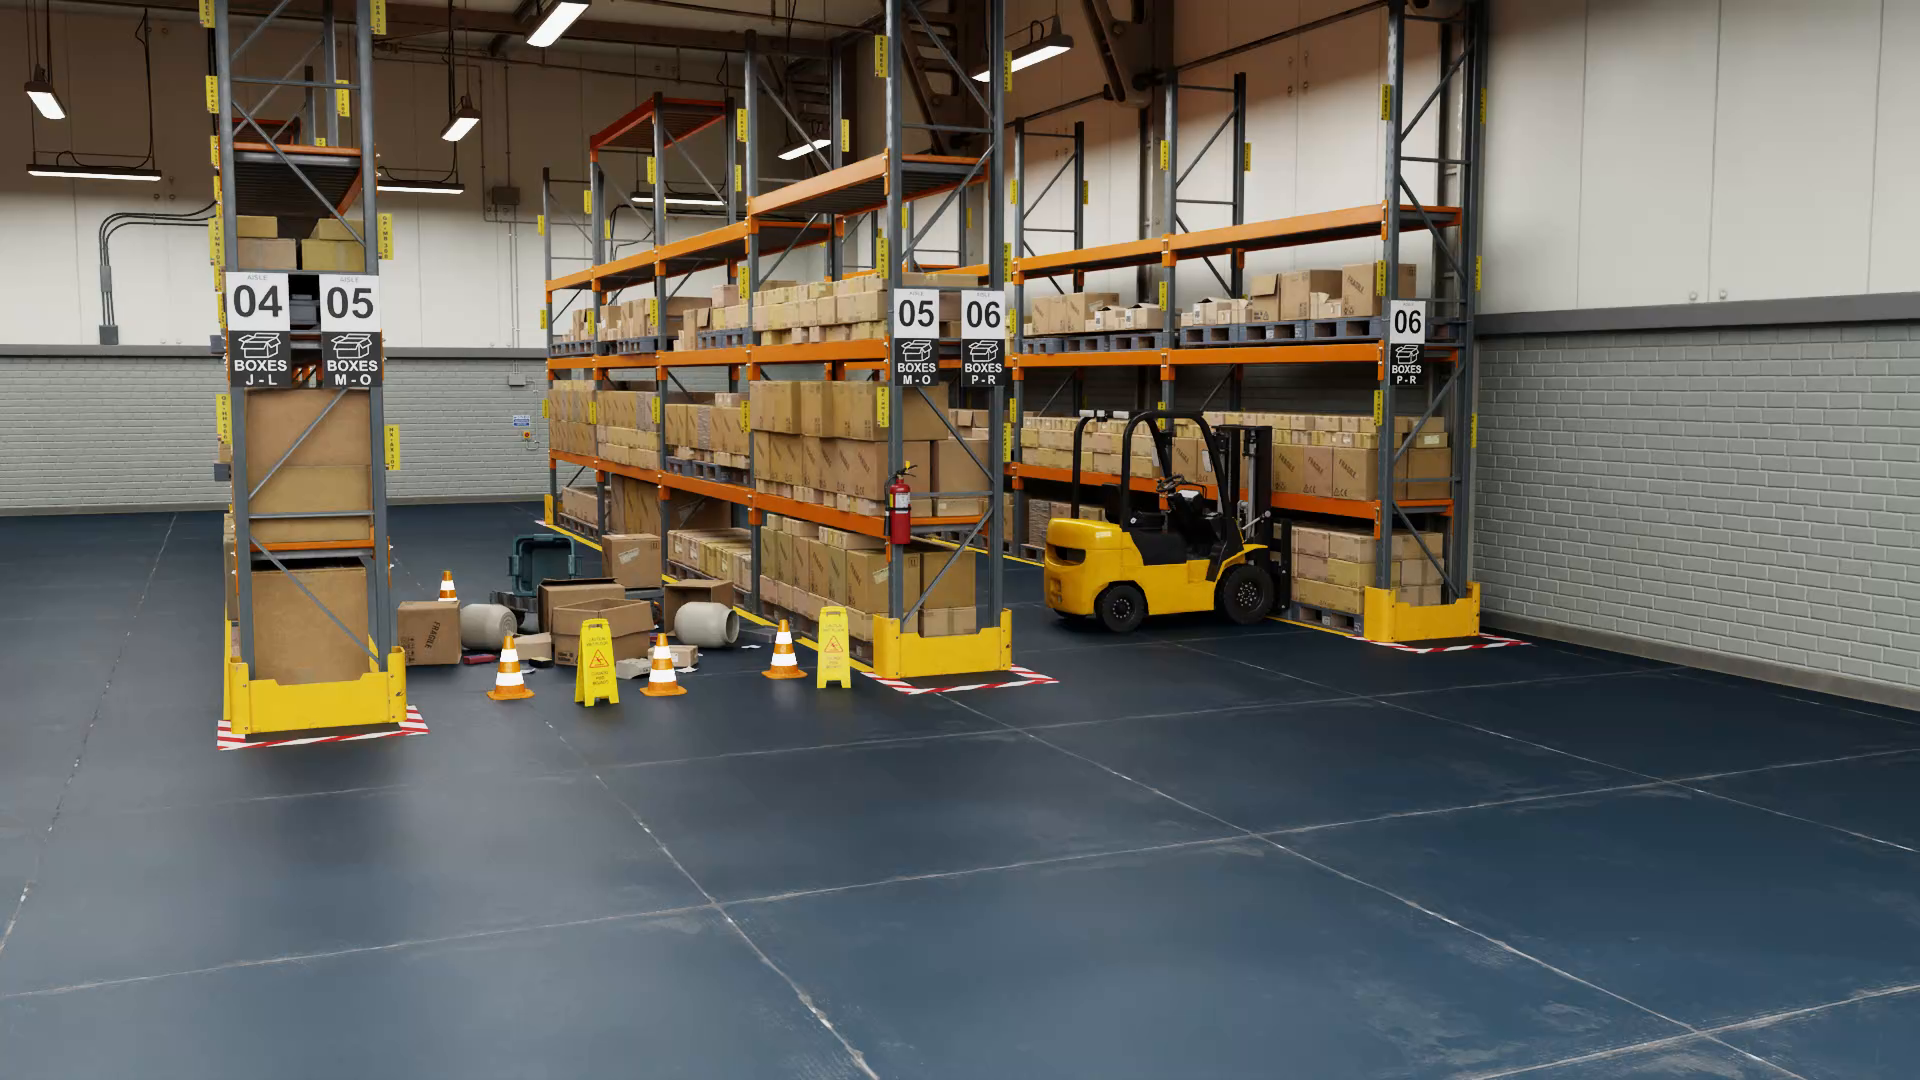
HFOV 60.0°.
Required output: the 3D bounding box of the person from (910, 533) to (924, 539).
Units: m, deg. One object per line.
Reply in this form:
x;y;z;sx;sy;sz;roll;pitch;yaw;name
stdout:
-0.635;-0.169;18.739;0.472;1.635;0.786;-3;6;-25;person
